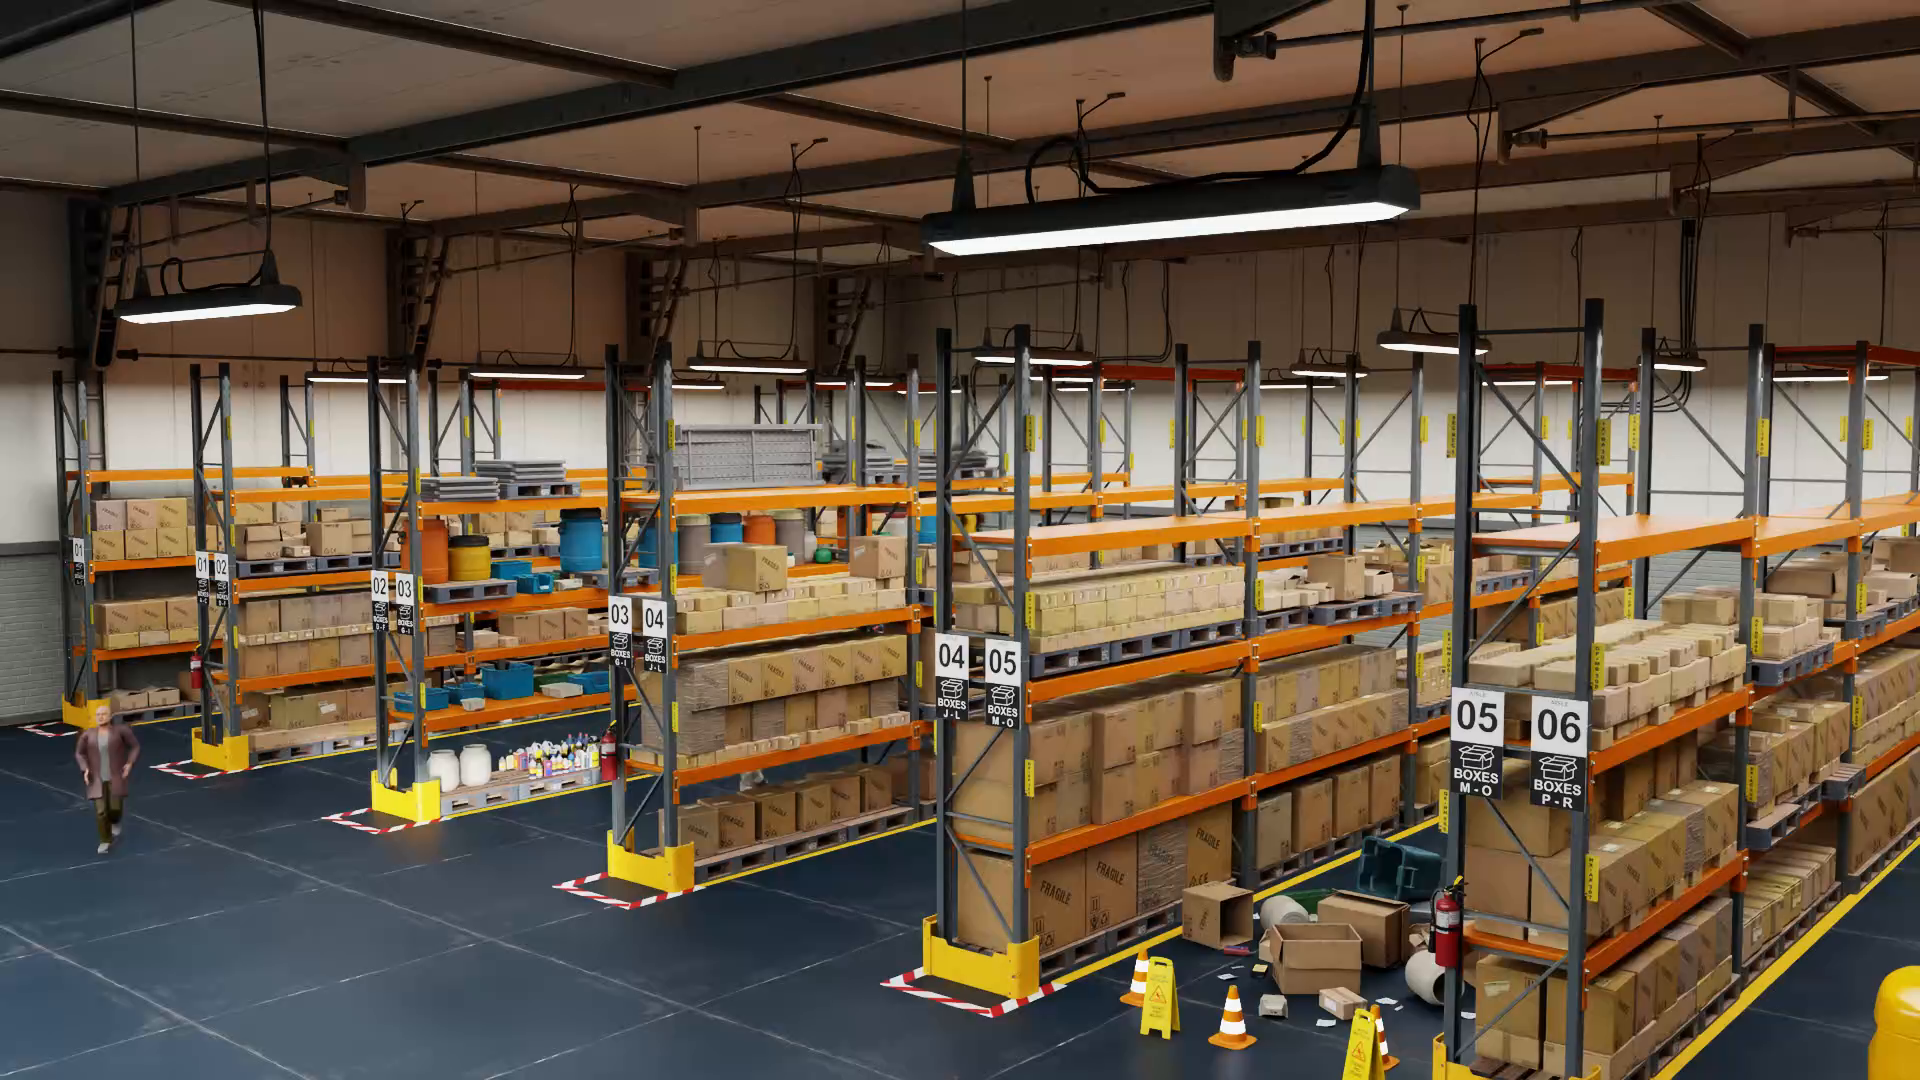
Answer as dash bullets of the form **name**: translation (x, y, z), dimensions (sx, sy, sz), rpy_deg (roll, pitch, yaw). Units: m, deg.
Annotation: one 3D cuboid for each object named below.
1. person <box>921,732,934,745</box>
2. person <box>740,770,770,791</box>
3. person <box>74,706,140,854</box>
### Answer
- **person**: translation (-0.575, 2.490, 25.061), dimensions (0.685, 1.735, 0.667), rpy_deg (3, 5, 31)
- **person**: translation (-2.757, 2.673, 21.816), dimensions (0.661, 1.790, 0.969), rpy_deg (3, 5, 36)
- **person**: translation (-10.273, 2.859, 20.045), dimensions (0.715, 1.746, 0.628), rpy_deg (-1, 4, -19)
